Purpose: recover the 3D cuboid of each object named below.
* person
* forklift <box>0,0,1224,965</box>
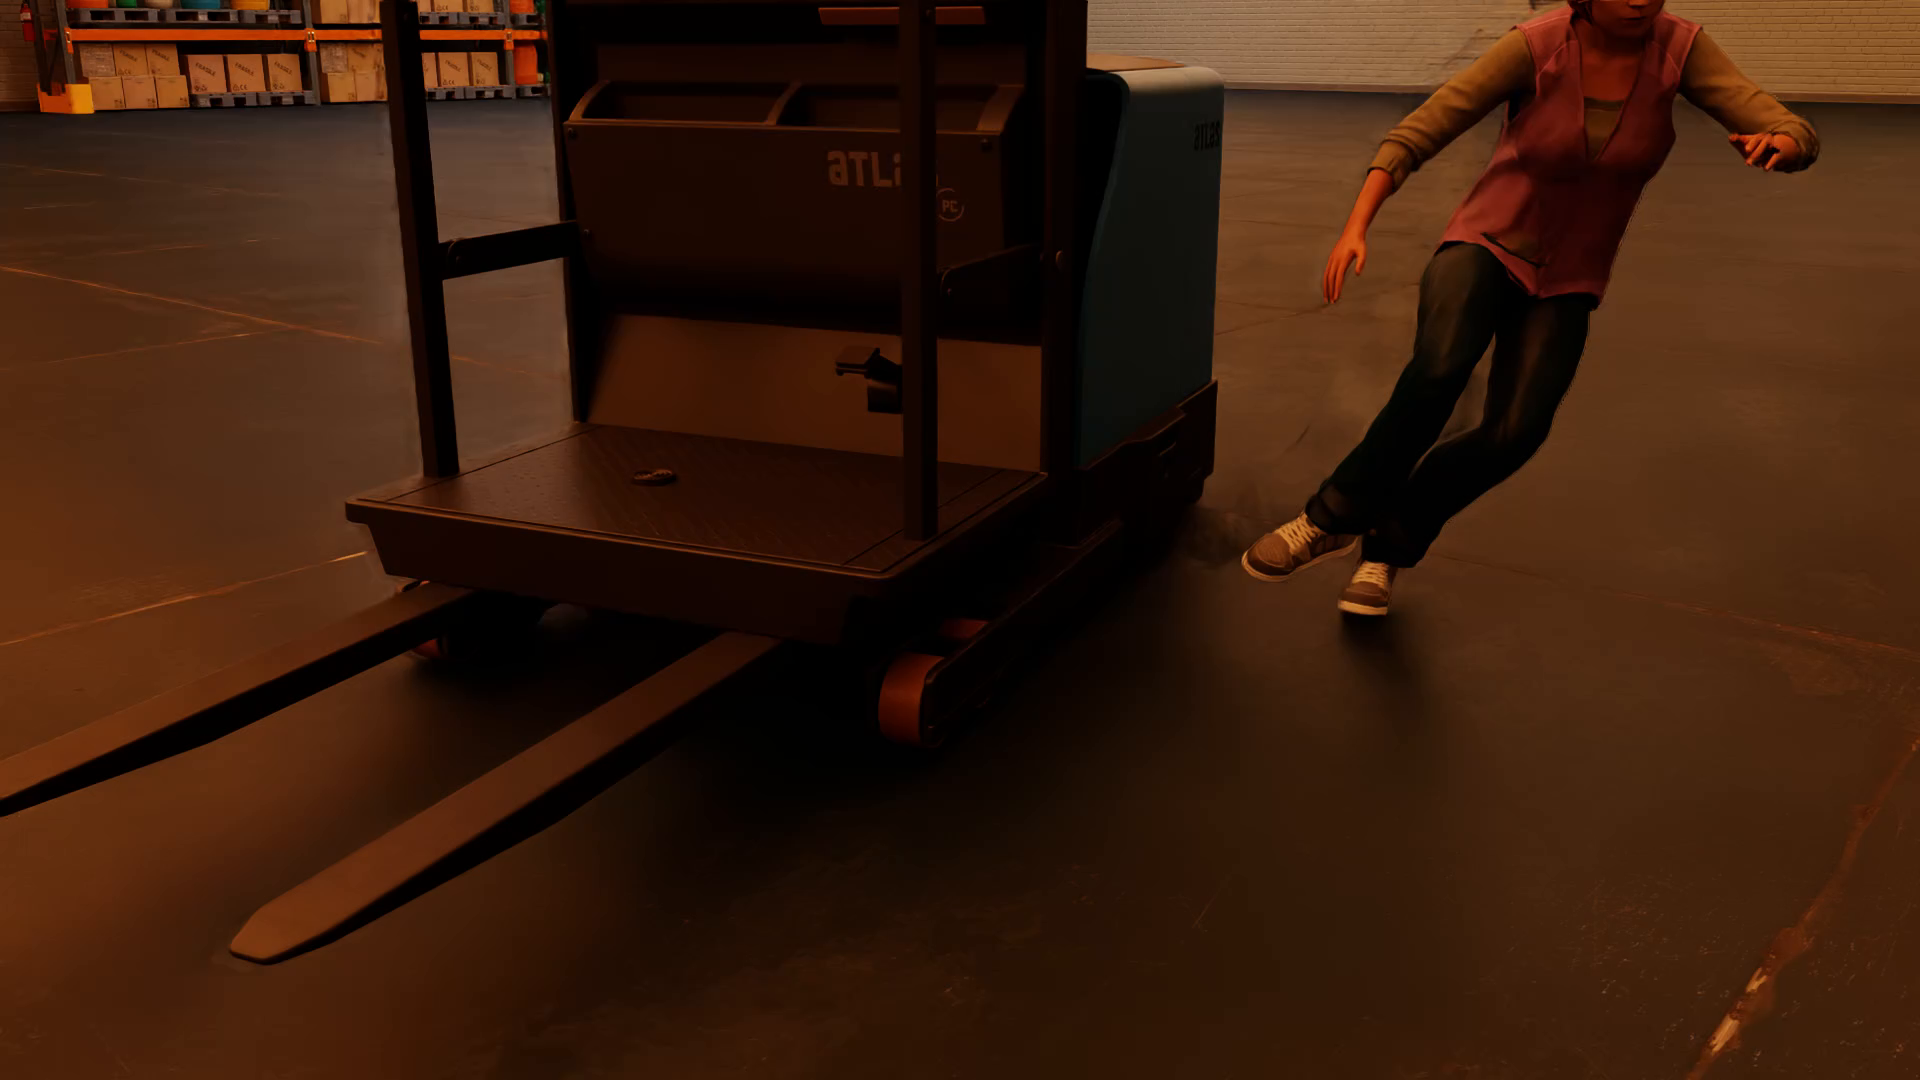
[{"bbox_3d":[1.025,-0.460,3.086,0.916,1.369,0.838,0,17,-1],"label":"person"},{"bbox_3d":[-0.409,-1.192,2.822,1.130,2.935,3.031,7,18,23],"label":"forklift"}]
